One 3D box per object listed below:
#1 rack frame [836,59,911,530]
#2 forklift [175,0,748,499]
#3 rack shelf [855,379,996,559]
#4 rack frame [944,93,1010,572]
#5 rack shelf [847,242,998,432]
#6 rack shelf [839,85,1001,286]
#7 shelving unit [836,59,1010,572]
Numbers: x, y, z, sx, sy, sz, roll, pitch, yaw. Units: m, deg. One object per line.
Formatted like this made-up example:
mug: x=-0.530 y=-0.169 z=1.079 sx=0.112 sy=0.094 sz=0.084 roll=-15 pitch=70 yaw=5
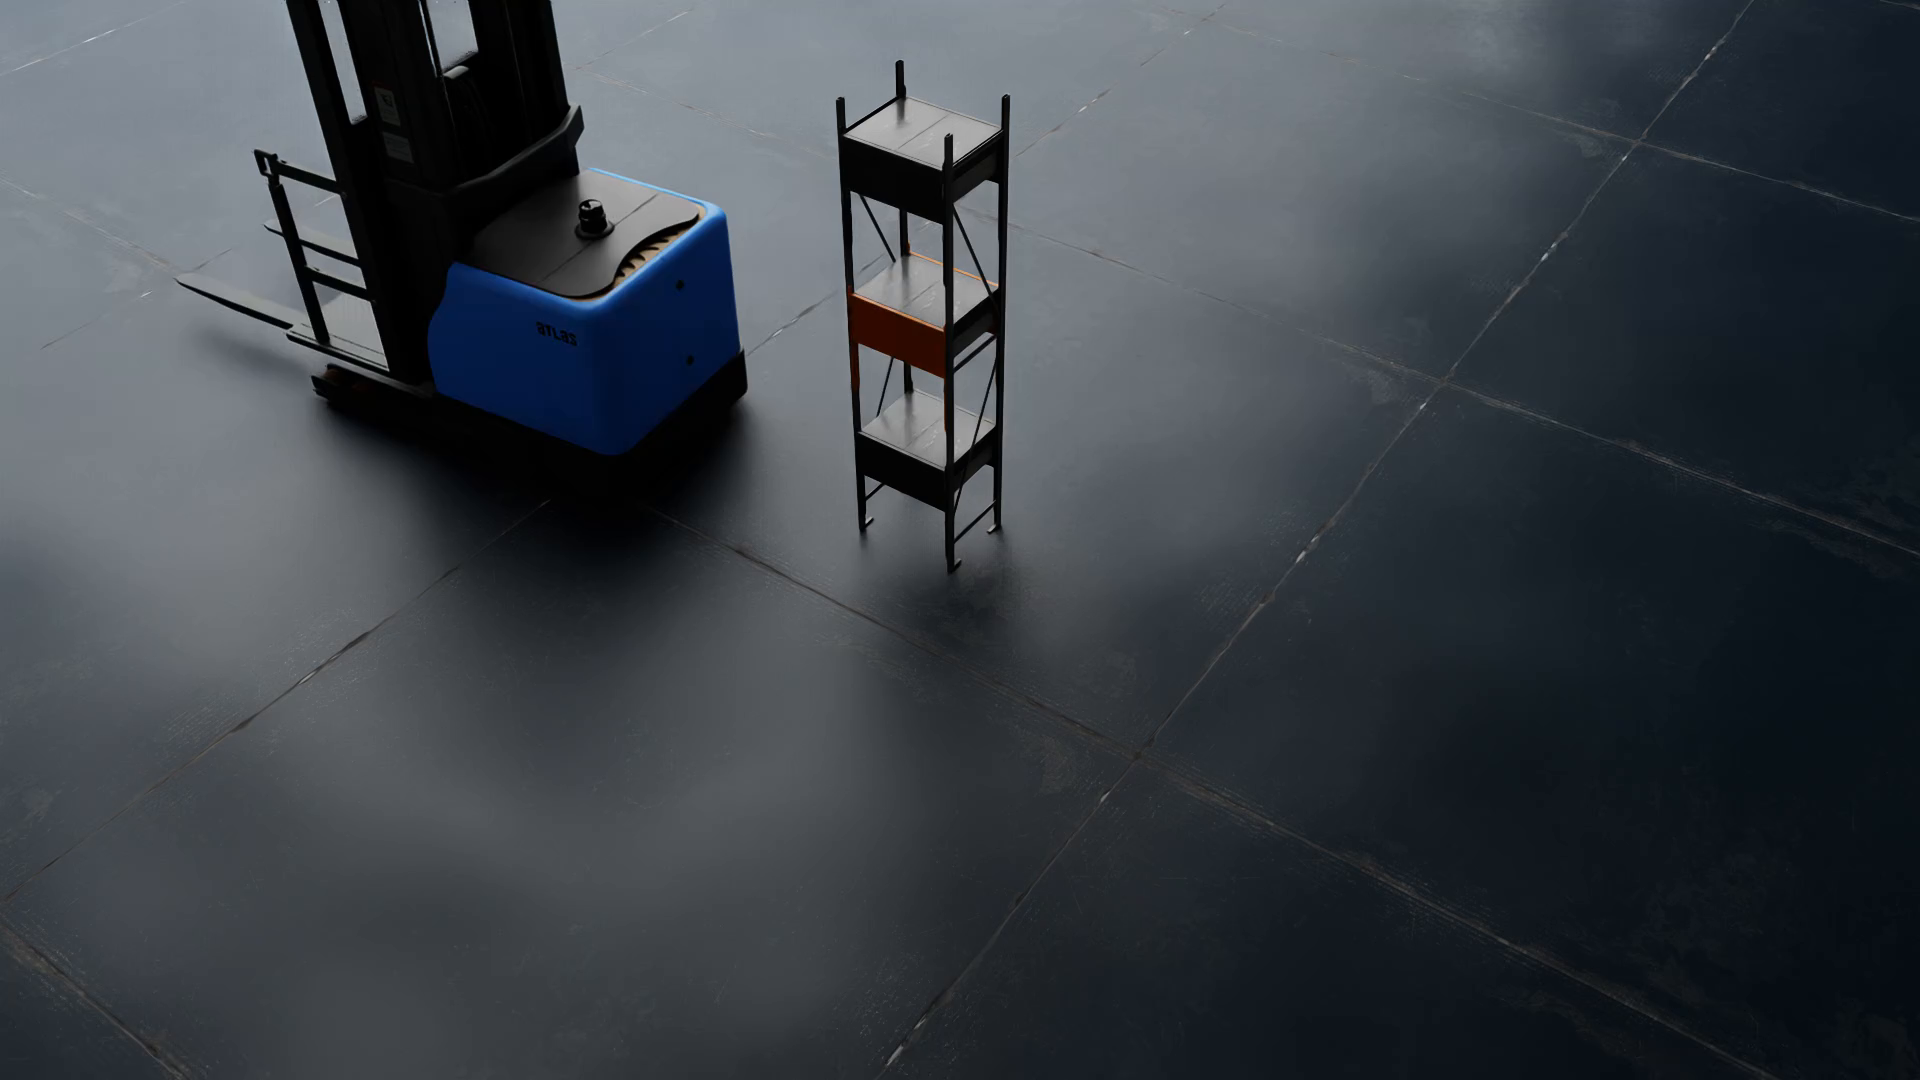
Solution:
rack frame: x=-0.335 y=-0.939 z=6.913 sx=0.015 sy=2.100 sz=0.400 roll=25 pitch=48 yaw=25
forklift: x=-2.584 y=-1.991 z=7.465 sx=3.031 sy=2.935 sz=1.130 roll=20 pitch=46 yaw=21
rack shelf: x=-0.136 y=-0.314 z=7.284 sx=0.480 sy=0.518 sz=0.431 roll=25 pitch=48 yaw=25
rack frame: x=0.064 y=-0.752 z=6.704 sx=0.015 sy=2.100 sz=0.400 roll=25 pitch=48 yaw=25
rack shelf: x=-0.136 y=-0.836 z=6.818 sx=0.480 sy=0.518 sz=0.431 roll=25 pitch=48 yaw=25
rack shelf: x=-0.135 y=-1.357 z=6.351 sx=0.480 sy=0.518 sz=0.431 roll=25 pitch=48 yaw=25
shelving unit: x=-0.136 y=-0.846 z=6.809 sx=0.503 sy=2.100 sz=0.431 roll=25 pitch=48 yaw=25
